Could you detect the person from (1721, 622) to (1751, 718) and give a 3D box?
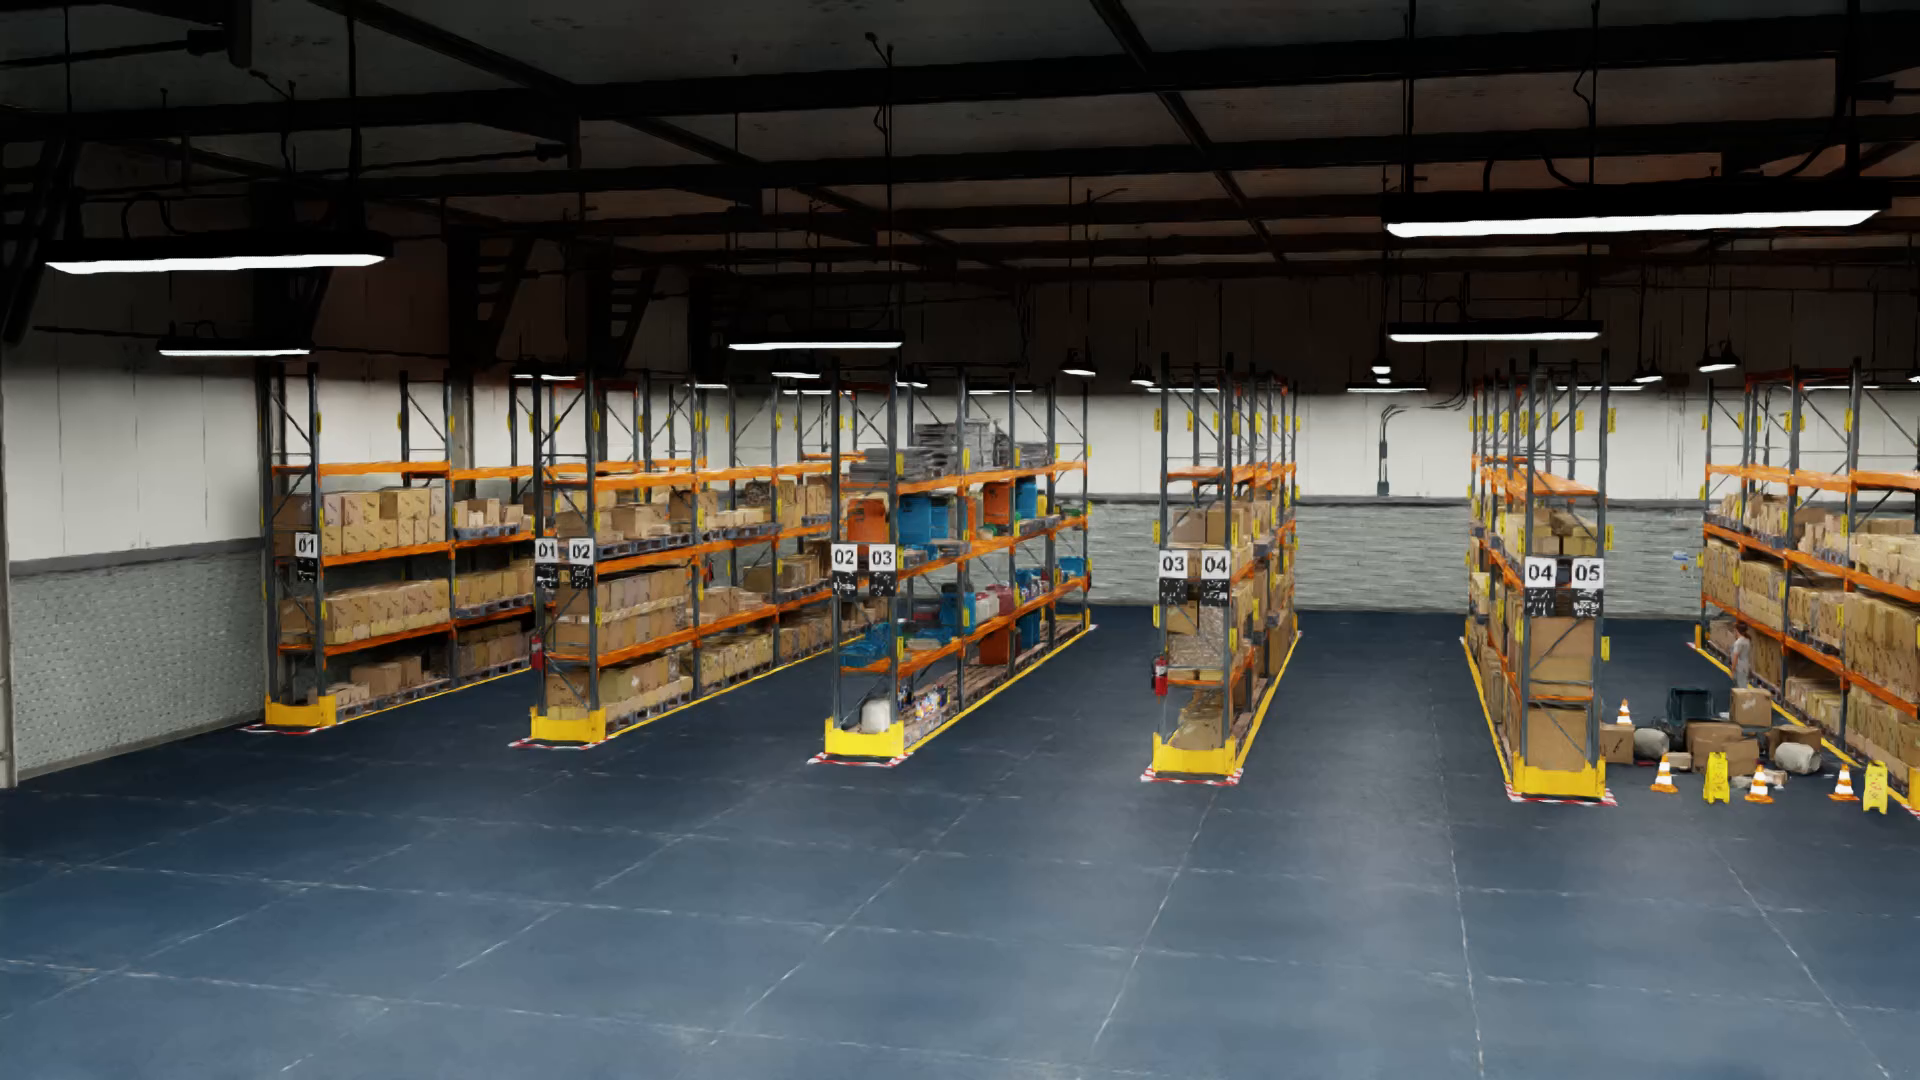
[{"bbox_3d":[13.045,2.194,27.881,0.555,1.665,0.587,-4,6,-44],"label":"person"}]

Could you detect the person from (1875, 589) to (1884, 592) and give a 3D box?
[{"bbox_3d":[18.757,1.720,33.953,0.596,1.769,0.612,3,5,40],"label":"person"}]
